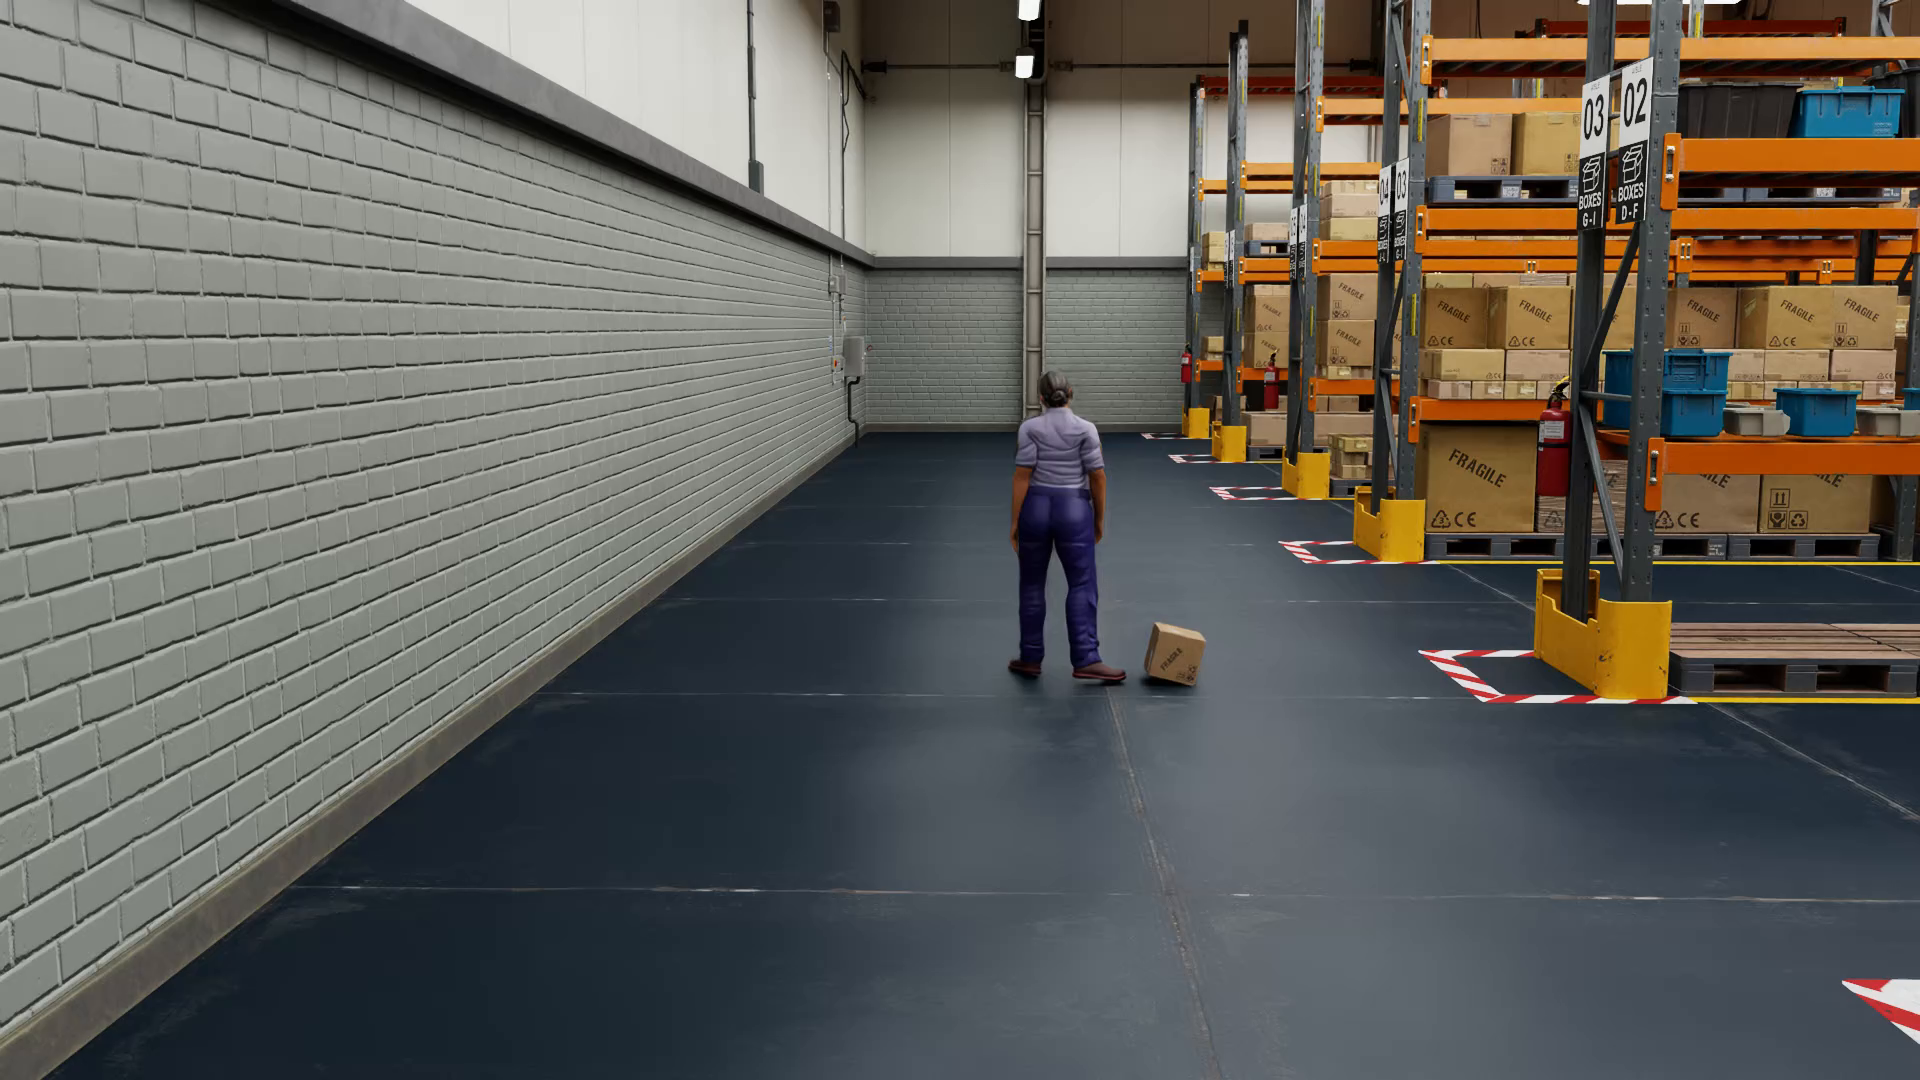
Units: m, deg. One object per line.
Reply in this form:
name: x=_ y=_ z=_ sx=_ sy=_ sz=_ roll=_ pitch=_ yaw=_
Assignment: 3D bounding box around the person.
person: x=0.571 y=-0.076 z=8.890 sx=0.678 sy=1.652 sz=0.446 roll=2 pitch=8 yaw=12
